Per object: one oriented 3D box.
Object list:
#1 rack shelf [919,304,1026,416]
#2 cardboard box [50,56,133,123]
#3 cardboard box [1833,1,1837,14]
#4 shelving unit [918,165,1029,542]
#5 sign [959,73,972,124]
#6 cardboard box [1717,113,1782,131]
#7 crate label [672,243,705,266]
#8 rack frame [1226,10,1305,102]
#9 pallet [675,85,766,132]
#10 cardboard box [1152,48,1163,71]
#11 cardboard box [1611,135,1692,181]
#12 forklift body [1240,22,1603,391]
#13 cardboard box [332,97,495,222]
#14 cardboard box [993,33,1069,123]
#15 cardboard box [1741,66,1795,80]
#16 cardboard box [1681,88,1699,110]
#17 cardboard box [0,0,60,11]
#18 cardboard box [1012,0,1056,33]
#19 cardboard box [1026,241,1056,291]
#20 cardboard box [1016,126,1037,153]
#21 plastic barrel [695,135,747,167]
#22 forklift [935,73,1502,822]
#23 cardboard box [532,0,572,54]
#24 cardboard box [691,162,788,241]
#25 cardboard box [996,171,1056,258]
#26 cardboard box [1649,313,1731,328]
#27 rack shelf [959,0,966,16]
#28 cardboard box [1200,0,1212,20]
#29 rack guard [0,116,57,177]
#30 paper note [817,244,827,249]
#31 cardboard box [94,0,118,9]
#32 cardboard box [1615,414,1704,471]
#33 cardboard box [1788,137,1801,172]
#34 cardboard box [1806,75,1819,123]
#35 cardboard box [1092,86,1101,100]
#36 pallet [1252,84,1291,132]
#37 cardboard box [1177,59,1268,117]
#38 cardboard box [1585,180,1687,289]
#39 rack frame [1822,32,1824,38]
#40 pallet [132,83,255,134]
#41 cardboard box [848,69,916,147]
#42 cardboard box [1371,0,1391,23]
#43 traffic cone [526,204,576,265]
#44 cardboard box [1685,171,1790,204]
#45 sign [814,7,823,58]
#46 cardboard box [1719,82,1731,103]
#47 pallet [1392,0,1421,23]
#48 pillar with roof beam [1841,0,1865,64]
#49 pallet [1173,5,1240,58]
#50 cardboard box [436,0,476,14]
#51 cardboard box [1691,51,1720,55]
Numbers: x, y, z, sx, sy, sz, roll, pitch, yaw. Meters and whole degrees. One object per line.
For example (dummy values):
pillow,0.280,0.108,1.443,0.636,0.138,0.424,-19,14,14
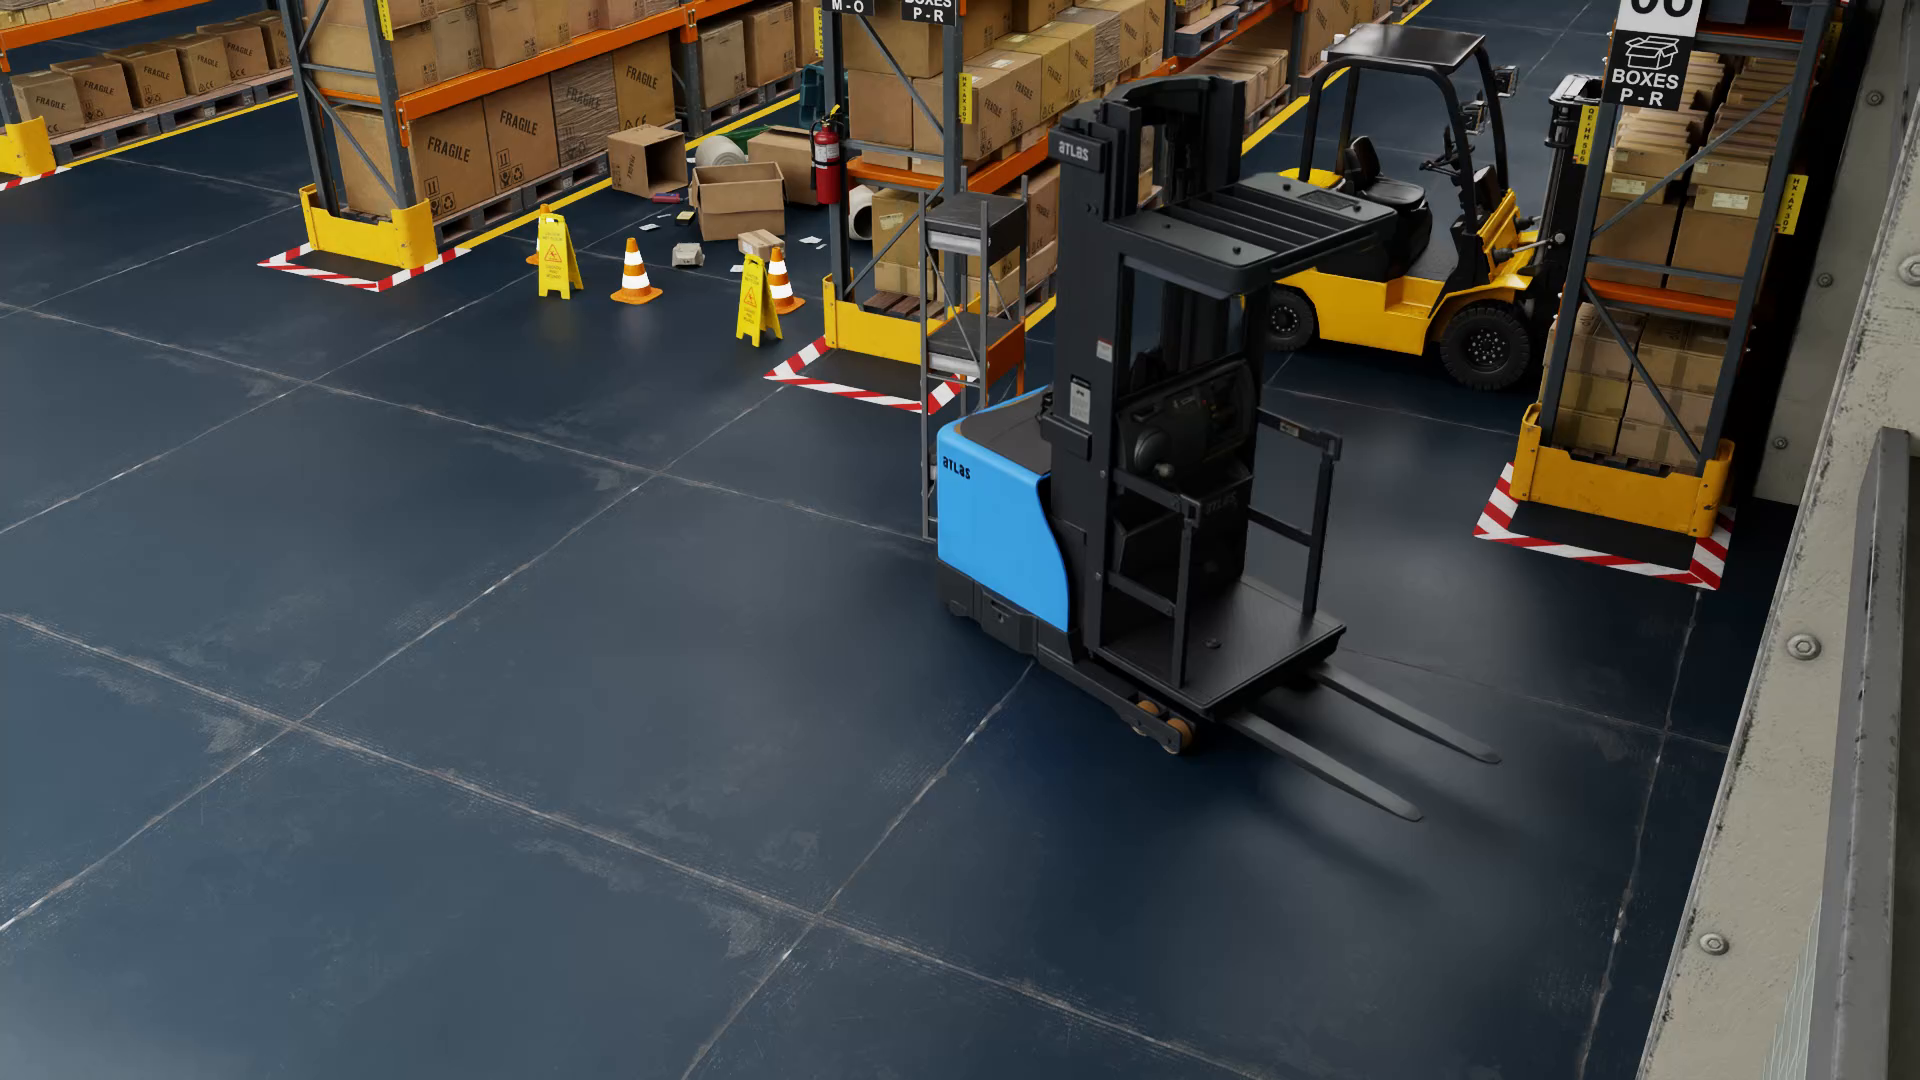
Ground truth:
rack shelf,0.075,-0.972,9.362,0.431,0.518,0.480,14,33,23
cardboard box,-8.732,-4.537,16.727,0.500,0.500,0.500,24,38,36
cardboard box,7.425,-4.729,14.622,0.500,0.250,0.500,15,33,24
shelving unit,0.075,-0.984,9.355,0.431,2.100,0.503,14,33,23
sign,0.032,-2.897,10.914,0.100,0.325,0.005,14,33,23
cardboard box,4.695,-2.409,9.883,0.380,0.149,0.250,15,33,24
crate label,-2.244,-2.350,13.705,0.250,0.136,0.298,-1,30,-3
rack frame,3.193,-6.191,17.519,1.000,3.000,0.127,14,33,23
pallet,-2.797,-4.646,17.629,1.003,0.211,1.213,14,33,23
cardboard box,1.496,-4.098,14.126,0.380,0.149,0.250,14,33,23
cardboard box,3.945,-2.181,9.485,0.380,0.149,0.250,14,33,23
forklift body,3.209,-2.407,11.782,2.313,2.155,1.214,14,33,23
cardboard box,-4.654,-3.299,14.195,0.875,0.875,0.875,14,33,24
cardboard box,0.476,-3.421,12.296,0.500,0.500,0.500,14,33,22
cardboard box,5.303,-2.977,10.871,0.380,0.149,0.250,14,33,23
cardboard box,4.437,-2.769,10.510,0.380,0.149,0.250,15,33,24
cardboard box,-8.998,-5.303,15.573,0.875,0.500,0.500,14,33,23
cardboard box,0.316,-4.189,12.629,0.700,0.500,0.500,14,33,23
cardboard box,0.402,-2.154,12.828,0.500,0.250,0.500,16,33,25
cardboard box,0.340,-2.956,12.138,0.380,0.149,0.250,15,33,24
plastic barrel,-2.233,-3.528,15.469,0.421,0.421,0.512,-12,32,-20
forklift,1.216,-0.535,7.738,1.130,2.935,3.031,-24,37,-35
cardboard box,-3.972,-4.676,14.729,0.875,0.550,0.500,14,33,23
cardboard box,-1.905,-2.915,14.321,0.797,0.503,0.637,-7,31,-11
cardboard box,0.407,-2.498,12.674,0.500,0.500,0.500,13,32,21
cardboard box,4.581,-1.336,10.400,0.500,0.250,0.500,14,33,23
rack shelf,0.460,-4.520,12.320,1.077,0.370,4.000,14,33,23
cardboard box,2.026,-4.773,14.881,0.380,0.149,0.250,15,33,24
rack guard,-9.239,-3.843,15.940,1.175,0.500,0.348,14,33,23
paper note,-1.172,-2.483,14.064,0.032,0.001,0.123,14,33,23
cardboard box,-8.457,-5.295,16.211,0.380,0.149,0.250,14,33,23
cardboard box,4.367,-0.684,10.268,0.500,0.250,0.500,14,33,23
cardboard box,4.884,-2.371,10.114,0.380,0.149,0.250,15,33,24
cardboard box,8.055,-4.288,16.294,0.500,0.500,0.500,16,33,25
cardboard box,0.893,-3.540,13.154,0.380,0.149,0.250,14,33,22
pallet,2.836,-4.636,17.611,1.003,0.211,1.213,14,33,23
cardboard box,2.598,-4.657,17.064,0.950,0.372,0.625,14,33,22
cardboard box,3.960,-1.842,9.844,0.500,0.500,0.500,14,33,22
rack frame,5.791,-3.294,12.474,1.000,3.000,0.127,14,33,23
pallet,-8.280,-4.608,17.563,1.003,0.211,1.213,14,33,23
cardboard box,-0.449,-3.120,11.772,0.500,0.500,0.500,14,33,22
cardboard box,4.804,-6.932,20.522,0.875,0.875,0.875,15,33,25
traffic cone,-3.398,-2.536,13.702,0.336,0.463,0.334,14,33,23
cardboard box,4.660,-1.956,10.044,0.500,0.500,0.500,15,33,25
sign,-0.936,-3.419,11.211,0.100,0.325,0.005,14,33,23
cardboard box,5.134,-2.965,11.801,0.500,0.500,0.500,15,33,24
pallet,5.431,-7.075,21.858,1.003,0.211,1.213,14,33,23
pillar with roof beam,6.723,-10.523,19.038,9.100,9.000,0.400,14,33,23
pallet,1.849,-4.641,15.012,1.003,0.211,1.213,14,33,23
cardboard box,-4.532,-4.677,13.647,0.875,0.550,0.550,14,33,23
cardboard box,5.026,-3.331,11.488,0.380,0.149,0.250,15,33,24
